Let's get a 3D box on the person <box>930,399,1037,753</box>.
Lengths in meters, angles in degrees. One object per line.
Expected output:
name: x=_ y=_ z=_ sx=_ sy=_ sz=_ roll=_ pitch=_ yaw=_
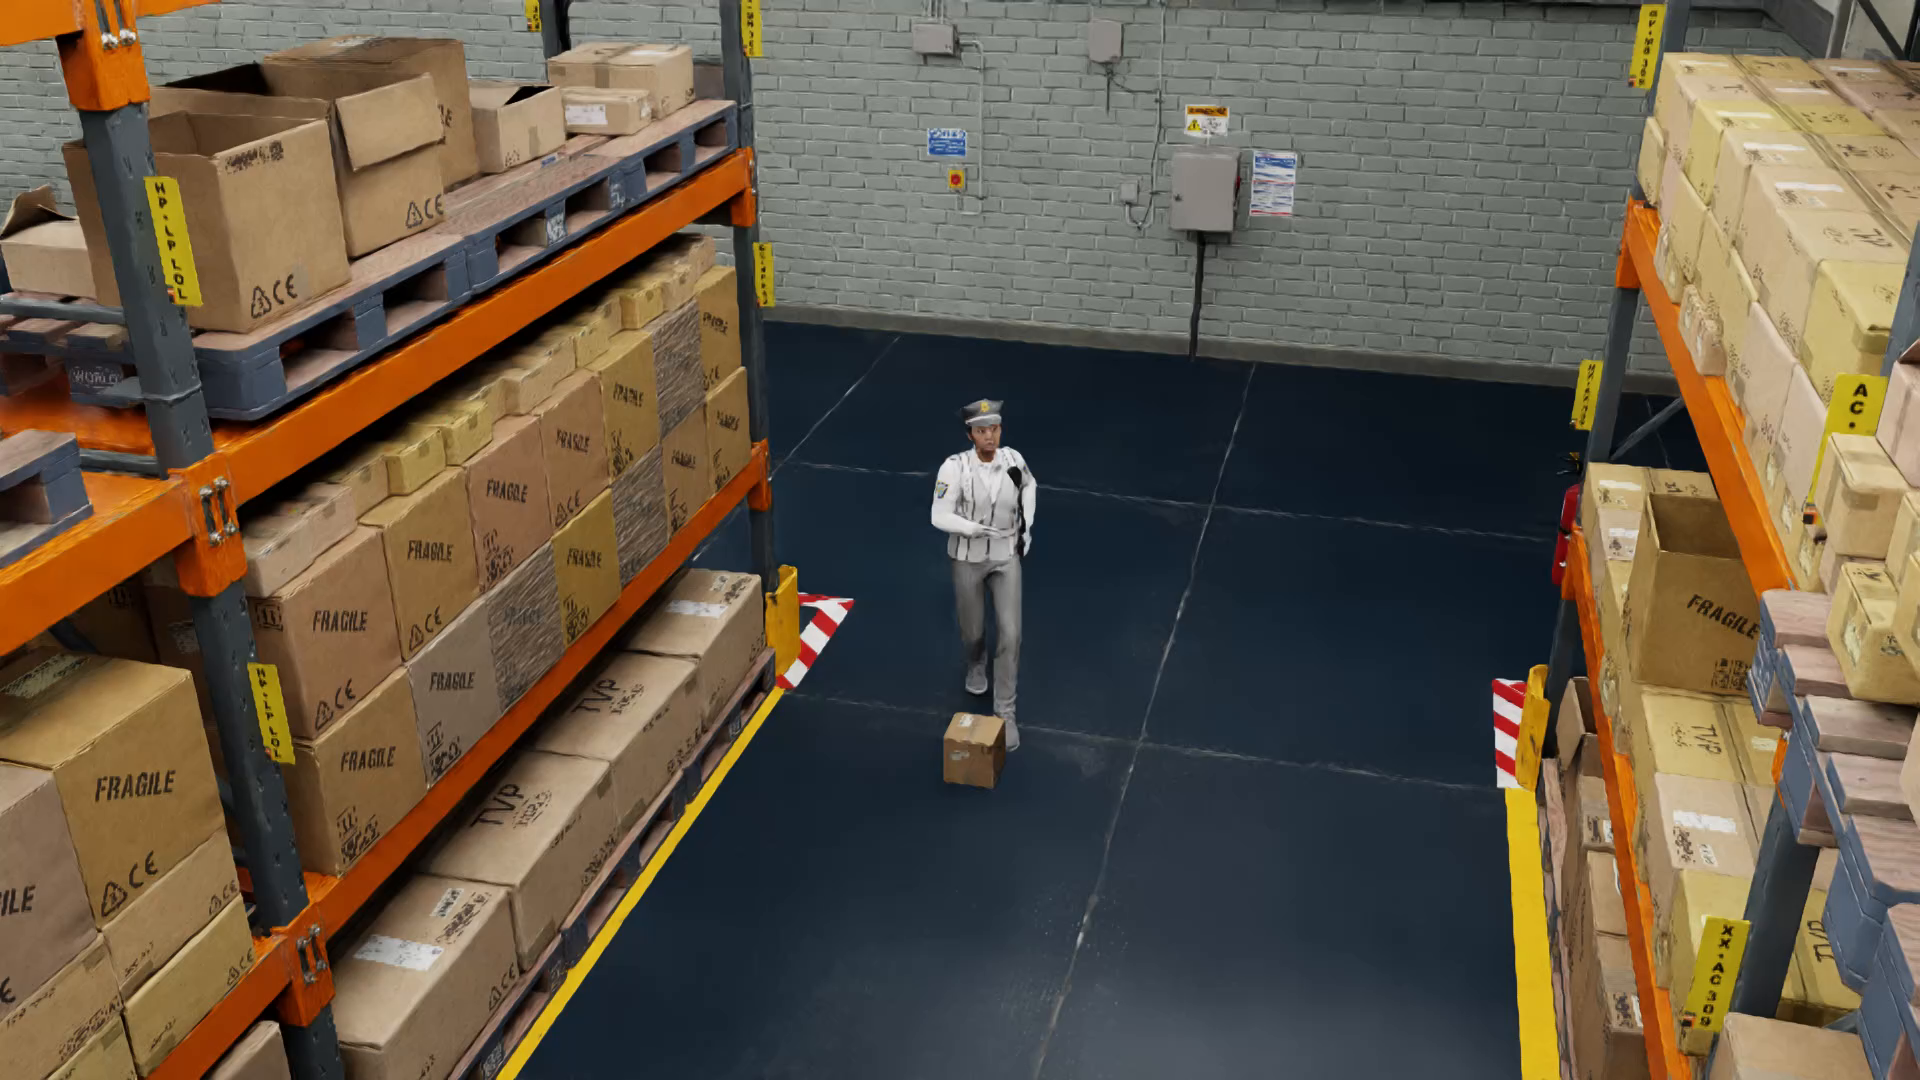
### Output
person: x=0.147 y=0.135 z=8.294 sx=0.574 sy=1.682 sz=0.805 roll=-3 pitch=26 yaw=-6
